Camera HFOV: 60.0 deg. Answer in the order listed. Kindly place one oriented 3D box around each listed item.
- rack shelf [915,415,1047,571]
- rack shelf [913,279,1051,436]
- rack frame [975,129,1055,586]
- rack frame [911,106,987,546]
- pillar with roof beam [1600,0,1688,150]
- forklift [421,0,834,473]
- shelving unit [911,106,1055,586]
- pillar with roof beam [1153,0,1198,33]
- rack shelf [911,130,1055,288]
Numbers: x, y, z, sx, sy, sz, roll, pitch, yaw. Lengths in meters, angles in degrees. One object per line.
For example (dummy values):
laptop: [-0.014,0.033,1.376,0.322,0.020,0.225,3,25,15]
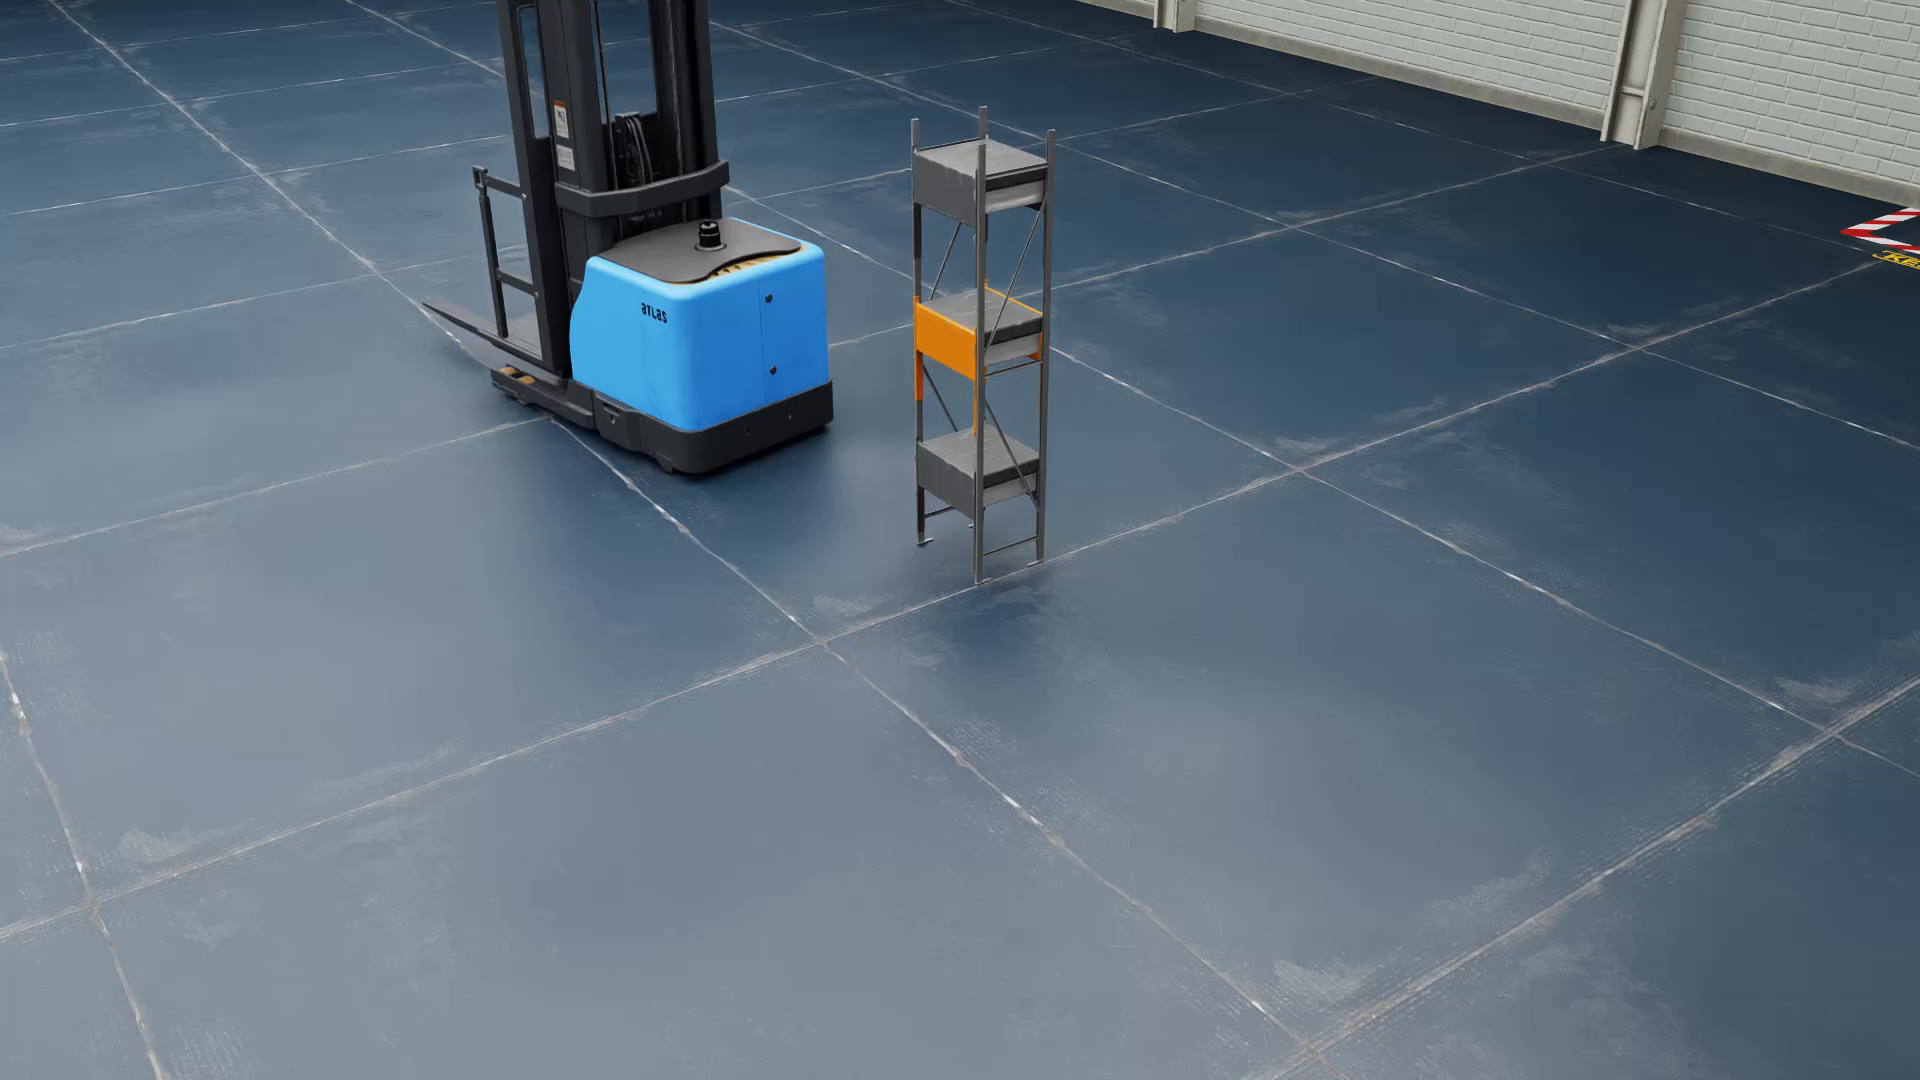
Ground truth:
rack shelf: [0.096,-0.231,7.971,0.431,0.518,0.480,-19,34,-31]
rack shelf: [0.096,-0.846,7.637,0.431,0.518,0.480,-19,34,-31]
rack frame: [0.238,-0.763,7.456,0.400,2.100,0.015,-19,34,-31]
rack frame: [-0.046,-0.953,7.805,0.400,2.100,0.015,-19,34,-31]
pillar with roof beam: [2.431,-6.292,10.406,9.100,9.000,0.400,-19,34,-31]
forklift: [-2.121,-2.236,9.295,3.031,2.935,1.130,25,37,38]
shelving unit: [0.096,-0.858,7.630,0.431,2.100,0.503,-19,34,-31]
pillar with roof beam: [-1.050,-8.624,14.701,9.100,9.000,0.400,-19,34,-31]
rack shelf: [0.096,-1.461,7.303,0.431,0.518,0.480,-19,34,-31]
